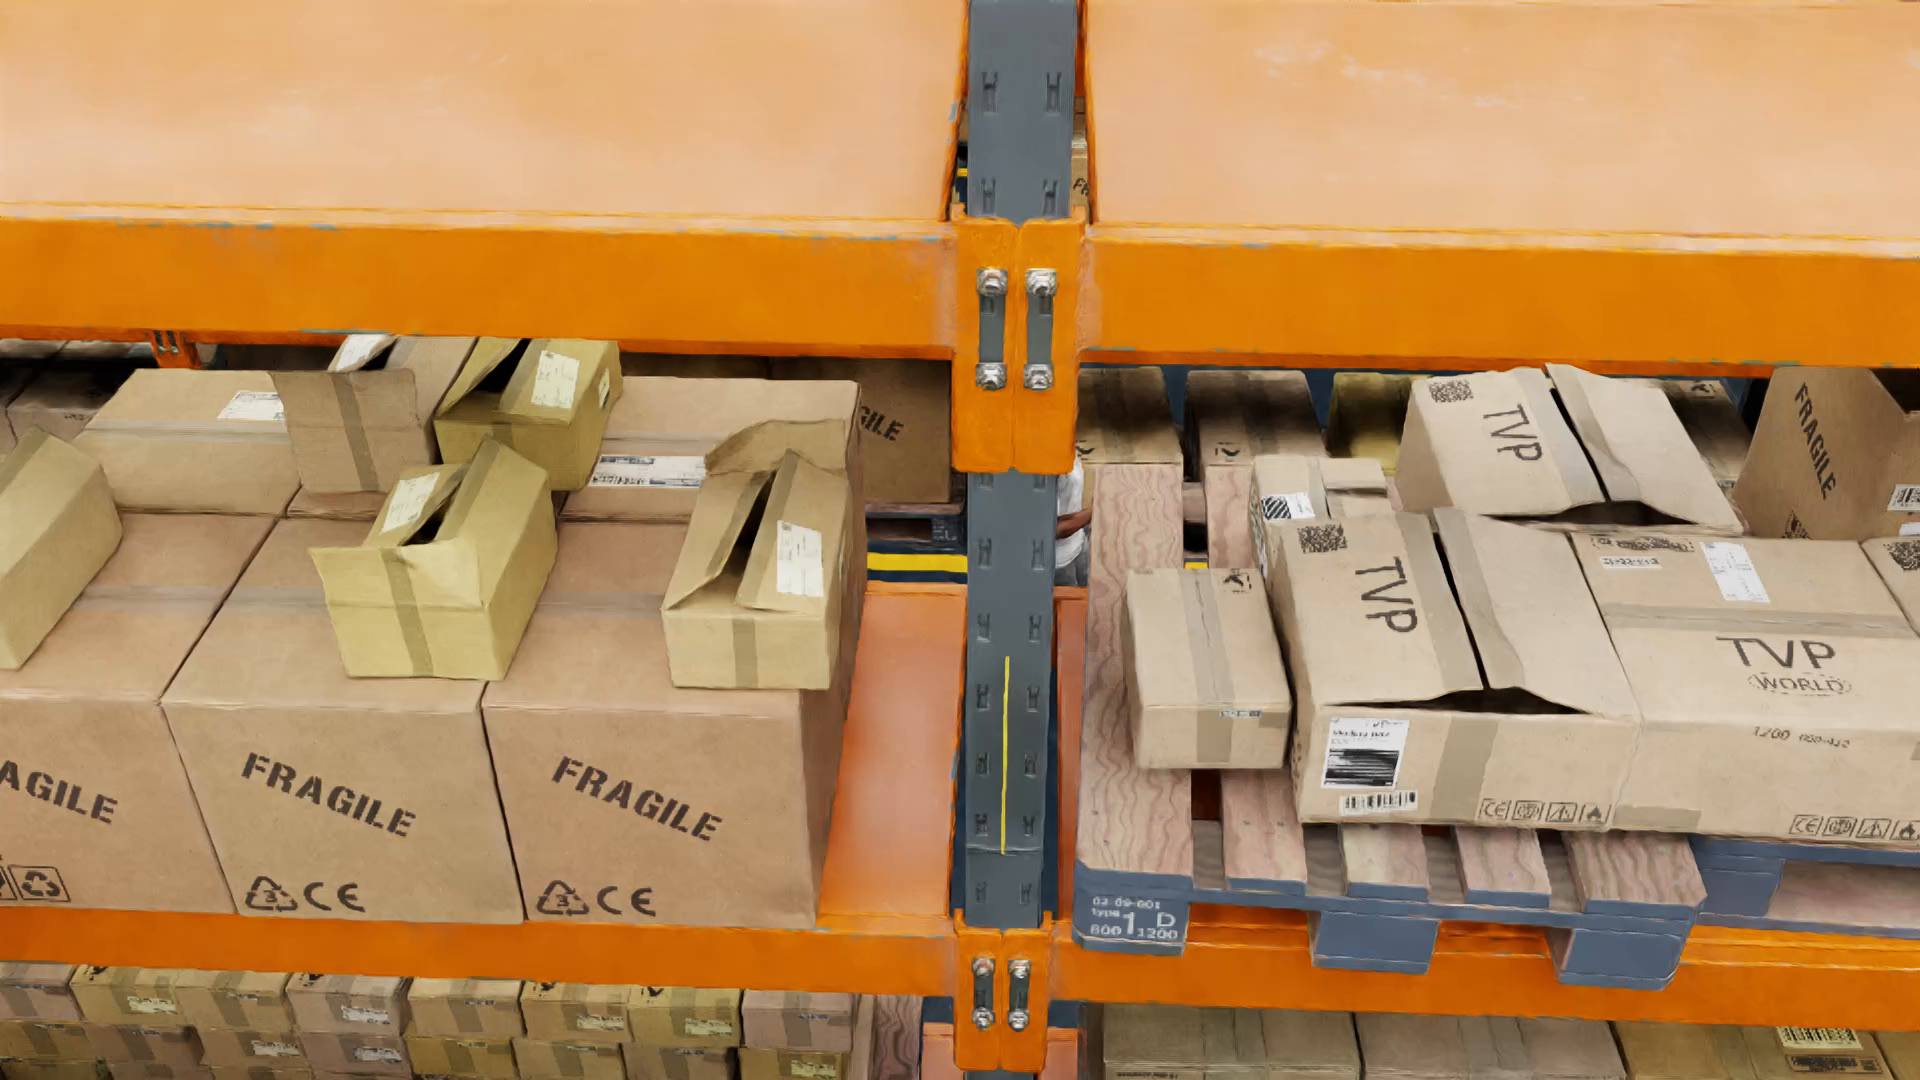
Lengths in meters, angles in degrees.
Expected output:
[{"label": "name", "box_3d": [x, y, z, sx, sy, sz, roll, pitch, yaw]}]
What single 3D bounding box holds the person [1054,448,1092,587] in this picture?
[{"label": "person", "box_3d": [0.465, 0.014, 7.088, 0.868, 1.745, 0.654, 4, 36, 5]}]
